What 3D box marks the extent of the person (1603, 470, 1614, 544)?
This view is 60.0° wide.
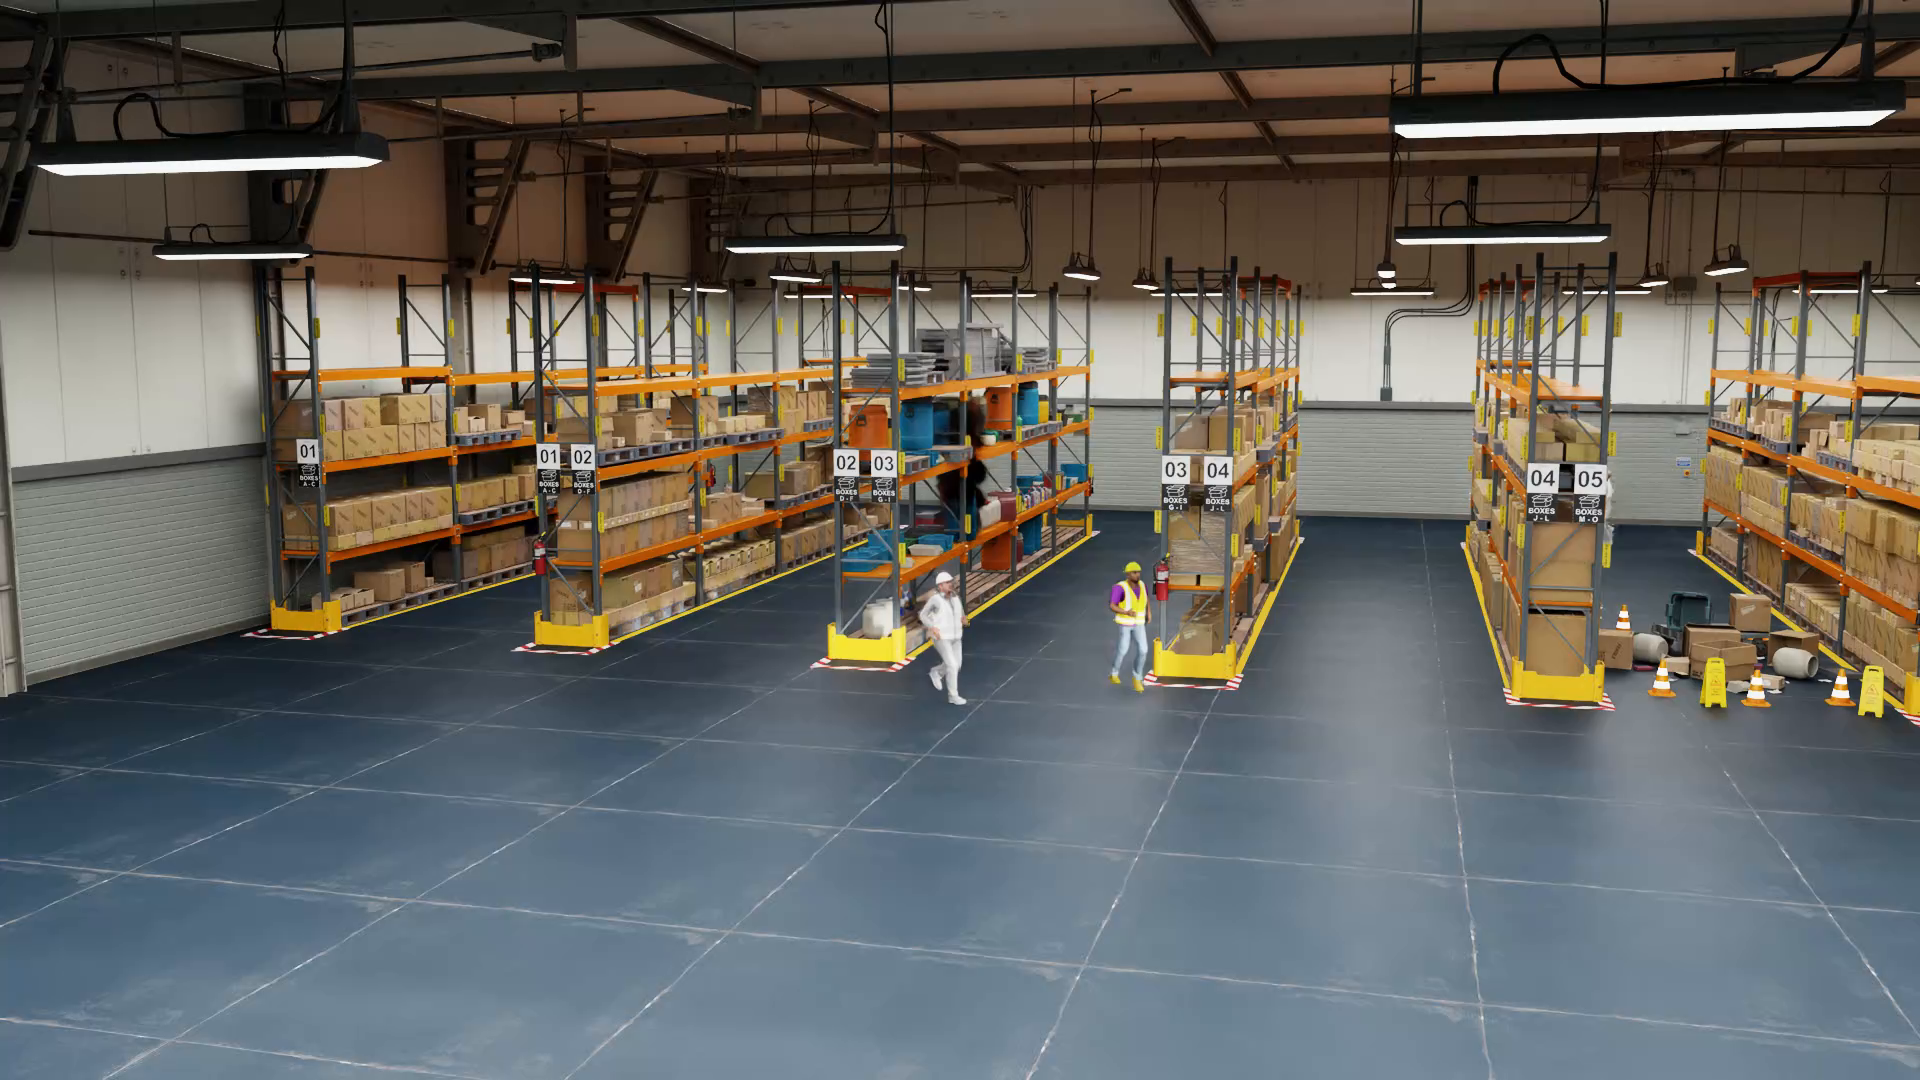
[{"bbox_3d":[14.937,-0.770,38.724,0.627,1.737,0.703,2,7,13],"label":"person"}]

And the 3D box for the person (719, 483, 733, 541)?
[{"bbox_3d":[-5.050,-0.417,36.292,0.614,1.648,0.571,1,7,11],"label":"person"}]

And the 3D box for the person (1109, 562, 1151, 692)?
[{"bbox_3d":[2.394,1.212,23.164,0.727,1.835,0.734,-3,8,-22],"label":"person"}]

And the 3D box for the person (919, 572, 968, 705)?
[{"bbox_3d":[-0.194,1.304,22.397,0.670,1.745,0.859,-6,10,-40],"label":"person"}]
